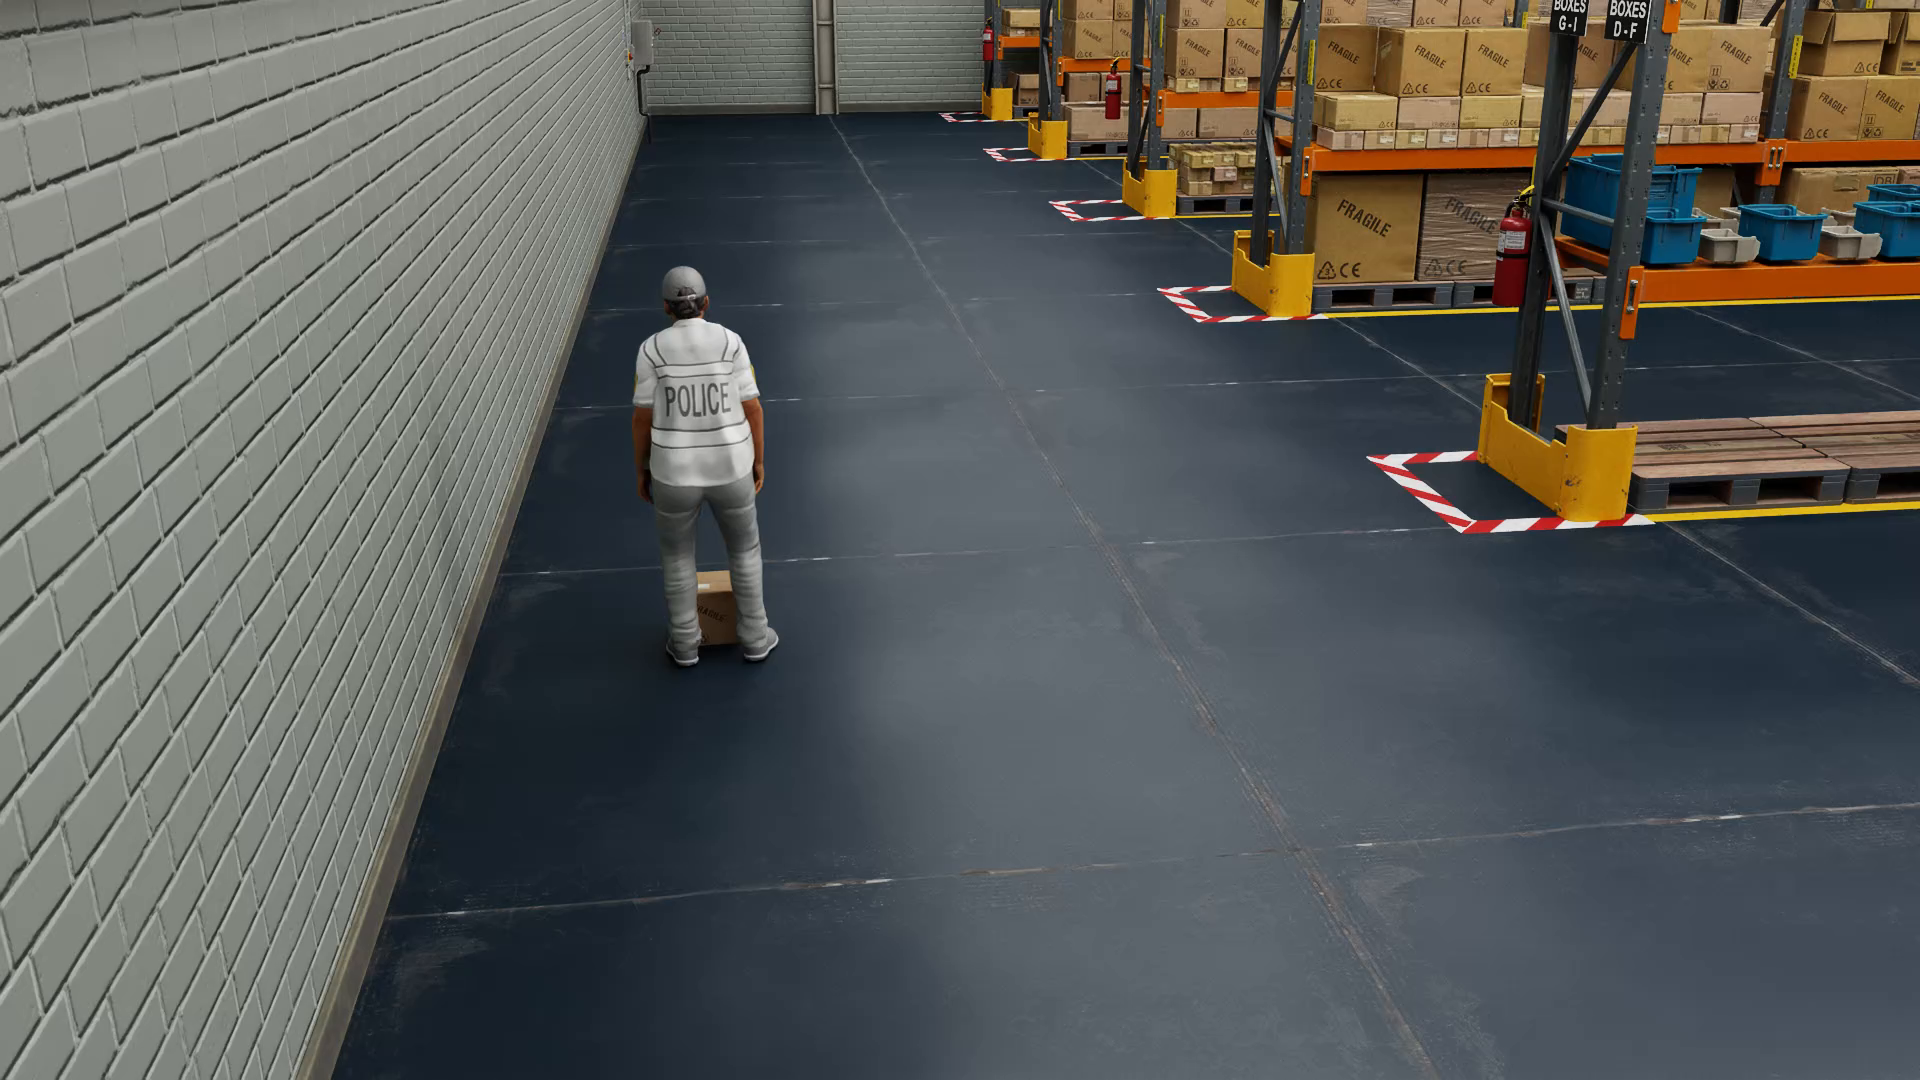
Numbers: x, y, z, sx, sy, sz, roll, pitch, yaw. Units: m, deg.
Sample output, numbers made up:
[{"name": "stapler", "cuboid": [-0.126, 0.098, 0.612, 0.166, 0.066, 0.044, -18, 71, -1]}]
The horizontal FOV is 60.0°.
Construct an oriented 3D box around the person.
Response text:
[{"name": "person", "cuboid": [-1.055, -0.291, 6.859, 0.563, 1.666, 0.469, -4, 21, -11]}]
